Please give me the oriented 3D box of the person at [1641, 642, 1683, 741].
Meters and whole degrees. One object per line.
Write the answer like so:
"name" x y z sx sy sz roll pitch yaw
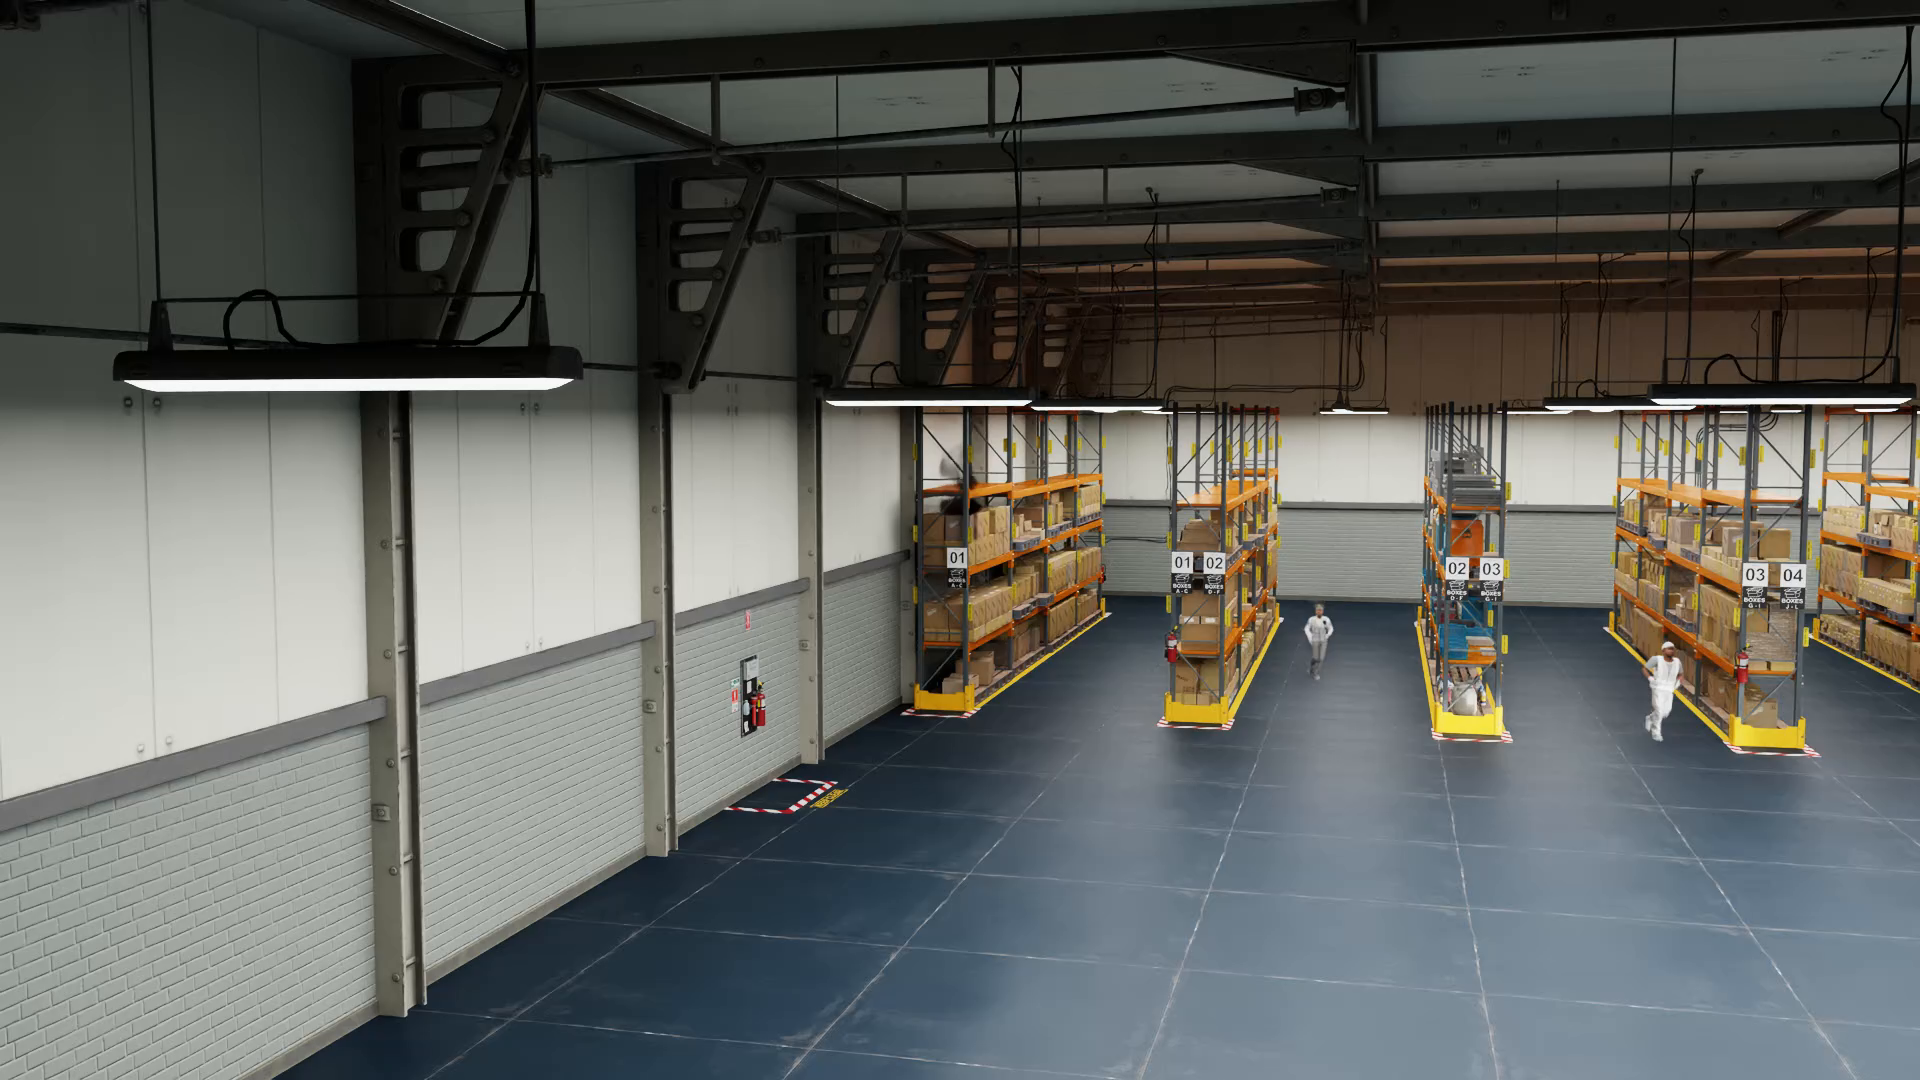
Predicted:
"person" 12.566 2.674 29.744 0.730 1.739 0.744 0 4 0

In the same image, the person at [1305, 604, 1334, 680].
"person" 7.841 2.221 36.256 0.604 1.668 0.567 0 4 7
